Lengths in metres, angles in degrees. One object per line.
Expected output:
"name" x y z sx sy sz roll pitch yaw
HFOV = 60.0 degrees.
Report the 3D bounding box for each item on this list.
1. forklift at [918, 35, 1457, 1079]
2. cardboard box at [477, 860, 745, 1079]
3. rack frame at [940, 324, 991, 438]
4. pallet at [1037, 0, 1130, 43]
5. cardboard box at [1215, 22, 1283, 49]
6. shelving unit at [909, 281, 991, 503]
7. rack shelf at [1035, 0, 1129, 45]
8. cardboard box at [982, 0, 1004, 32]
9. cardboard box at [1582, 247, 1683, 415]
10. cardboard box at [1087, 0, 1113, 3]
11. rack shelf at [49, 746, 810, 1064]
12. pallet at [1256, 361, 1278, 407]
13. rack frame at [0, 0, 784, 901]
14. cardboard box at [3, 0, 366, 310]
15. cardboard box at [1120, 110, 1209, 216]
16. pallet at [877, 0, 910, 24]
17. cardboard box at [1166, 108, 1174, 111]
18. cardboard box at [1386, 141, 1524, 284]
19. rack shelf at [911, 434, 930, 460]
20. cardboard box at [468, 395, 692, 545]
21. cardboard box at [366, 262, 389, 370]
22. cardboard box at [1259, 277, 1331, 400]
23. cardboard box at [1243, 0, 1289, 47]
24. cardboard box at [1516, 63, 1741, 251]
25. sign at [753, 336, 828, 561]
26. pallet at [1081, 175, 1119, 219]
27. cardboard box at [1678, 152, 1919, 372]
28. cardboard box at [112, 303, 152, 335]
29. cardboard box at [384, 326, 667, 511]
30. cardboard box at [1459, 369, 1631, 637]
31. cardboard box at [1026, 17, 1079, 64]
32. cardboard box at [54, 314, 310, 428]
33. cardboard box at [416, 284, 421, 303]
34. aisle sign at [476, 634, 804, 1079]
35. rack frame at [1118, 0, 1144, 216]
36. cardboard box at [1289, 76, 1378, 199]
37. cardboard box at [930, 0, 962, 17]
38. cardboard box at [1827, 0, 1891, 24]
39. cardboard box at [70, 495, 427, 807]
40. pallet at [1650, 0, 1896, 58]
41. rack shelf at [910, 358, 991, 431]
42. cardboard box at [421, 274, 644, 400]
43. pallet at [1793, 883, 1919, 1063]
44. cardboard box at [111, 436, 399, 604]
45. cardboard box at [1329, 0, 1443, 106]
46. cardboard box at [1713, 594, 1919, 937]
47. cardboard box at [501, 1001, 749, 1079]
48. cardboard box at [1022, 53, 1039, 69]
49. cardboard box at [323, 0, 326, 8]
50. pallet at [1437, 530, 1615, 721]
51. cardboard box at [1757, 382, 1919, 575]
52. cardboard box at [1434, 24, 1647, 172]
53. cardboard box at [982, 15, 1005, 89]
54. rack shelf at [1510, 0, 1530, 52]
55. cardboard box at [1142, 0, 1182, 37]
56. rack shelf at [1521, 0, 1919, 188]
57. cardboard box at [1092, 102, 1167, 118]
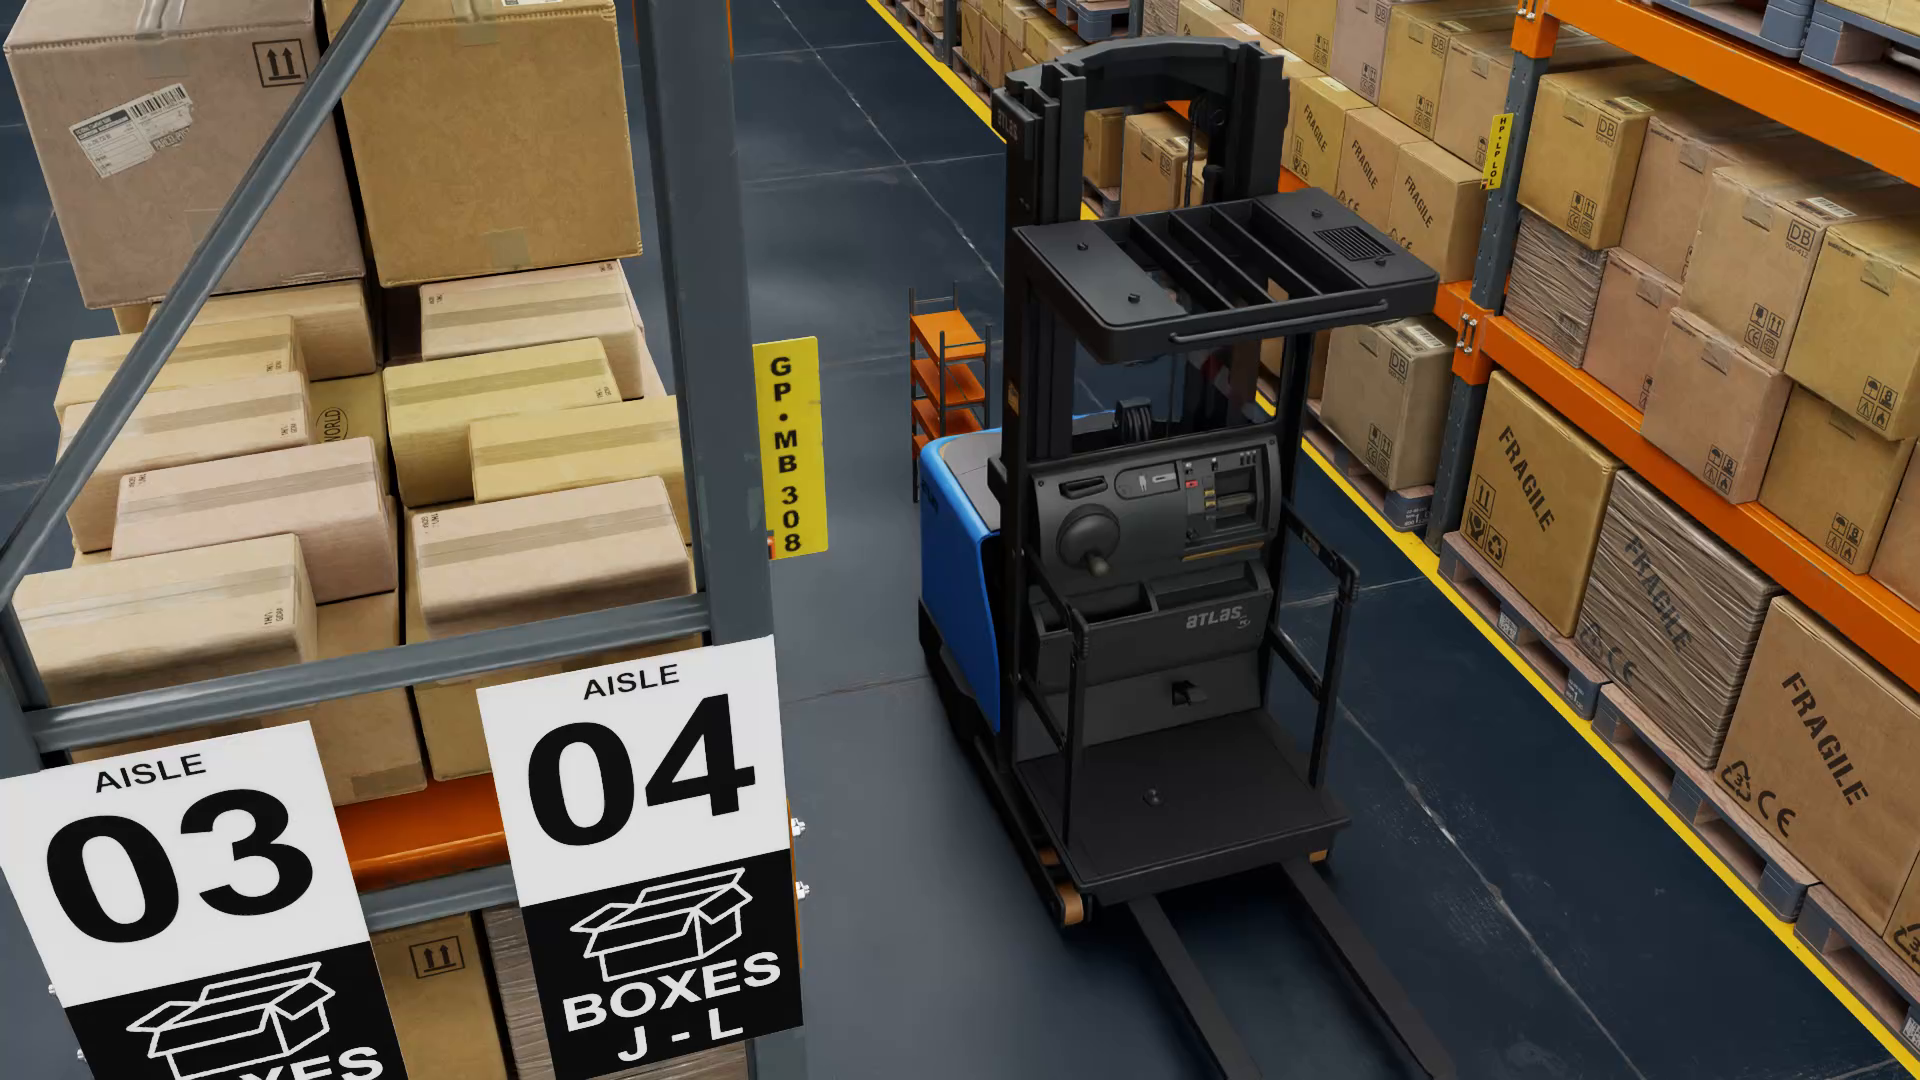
"forklift" 0.773 -0.061 5.684 1.130 2.935 3.031 -11 35 -16
"cardboard box" -0.654 0.676 3.239 0.500 0.500 0.500 -10 35 -15
"rack frame" 0.024 -0.459 7.857 0.240 1.200 0.015 -10 35 -15
"pallet" 1.249 -3.664 11.248 1.213 0.211 1.003 -10 35 -15
"cardboard box" 1.759 -2.617 9.399 0.500 0.500 0.500 -10 35 -15
"shelving unit" -0.051 -0.587 8.051 0.258 1.200 0.503 -10 35 -15
"rack shelf" 0.958 -4.138 12.444 1.077 0.370 4.000 -10 35 -15
"cardboard box" 0.486 -4.222 13.124 0.500 0.250 0.500 -9 35 -13
"cardboard box" 3.101 -0.874 6.716 0.875 0.550 0.550 -10 35 -15
"cardboard box" 0.980 -3.640 10.885 0.380 0.149 0.250 -9 35 -14
"rack shelf" -1.356 -0.408 4.079 1.077 0.370 4.000 -10 35 -15
"pallet" 2.105 -1.159 9.812 1.003 0.211 1.213 -10 35 -15
"rack frame" -0.746 -0.910 1.464 1.000 3.000 0.127 -10 35 -15
"cardboard box" -1.460 -0.804 3.211 0.500 0.500 0.500 -10 35 -15
"cardboard box" 1.668 -2.290 10.654 1.050 0.750 0.750 -10 35 -15
"pallet" -0.267 -5.313 16.099 1.003 0.211 1.213 -10 35 -15
"cardboard box" 1.595 -2.935 11.857 0.500 0.500 0.500 -11 35 -17
"cardboard box" 2.374 -1.559 7.797 0.500 0.500 0.500 -10 35 -15
"rack shelf" -0.050 -0.366 8.197 0.258 0.148 0.480 -10 35 -15
"cardboard box" -0.597 -0.098 2.731 0.380 0.149 0.250 -9 35 -14
"cardboard box" -1.439 -0.338 3.456 0.500 0.250 0.500 -9 35 -14
"cardboard box" 2.222 -1.342 9.220 1.050 0.750 0.750 -10 35 -15
"cardboard box" 2.010 -3.075 9.185 0.700 0.500 0.500 -11 35 -15
"cardboard box" 2.868 -1.602 6.837 0.875 0.550 0.550 -10 35 -15
"sign" -0.230 -0.114 2.188 0.100 0.325 0.005 -10 35 -15
"pallet" 1.331 -2.635 12.046 1.003 0.211 1.213 -10 35 -15
"cardboard box" 3.180 -1.026 5.966 0.875 0.550 0.550 -10 35 -15
"cardboard box" -1.518 -0.540 3.399 0.380 0.149 0.250 -12 35 -17
"cardboard box" -0.810 -0.162 3.189 0.500 0.250 0.500 -11 35 -16
"cardboard box" 2.913 -0.235 7.431 0.875 0.875 0.875 -9 35 -14
"cardboard box" 0.805 -3.681 12.306 0.500 0.250 0.500 -9 35 -14
"cardboard box" -1.383 -0.265 2.983 0.380 0.149 0.250 -10 35 -14
"cardboard box" -0.974 -0.634 3.542 0.380 0.149 0.250 -12 35 -17
"aisle sign" -0.442 0.491 2.429 0.394 0.787 0.004 -10 35 -15
"rack frame" 1.568 -3.388 10.656 1.000 3.000 0.127 -10 35 -15
"cardboard box" 2.066 -2.089 8.600 0.500 0.500 0.500 -10 35 -14
"cardboard box" -0.051 -4.710 14.592 0.380 0.149 0.250 -9 35 -14
"cardboard box" 2.966 -1.735 5.190 0.380 0.149 0.250 -10 35 -15
"cardboard box" -1.135 0.194 2.651 0.500 0.250 0.500 -9 35 -14
"pallet" 3.028 -2.071 6.023 1.003 0.211 1.213 -10 35 -15
"rack shelf" -0.051 -0.718 7.965 0.258 0.148 0.480 -10 35 -15
"cardboard box" -0.807 -0.365 3.135 0.380 0.149 0.250 -9 34 -13
"pallet" 3.690 1.569 5.684 1.003 0.211 1.213 -10 35 -15
"cardboard box" -1.096 -0.012 2.600 0.380 0.149 0.250 -11 35 -16
"cardboard box" 2.318 -2.542 8.378 0.700 0.500 0.500 -10 35 -14
"cardboard box" 3.468 0.717 5.991 0.875 0.875 0.875 -11 35 -15
"cardboard box" -0.888 1.134 3.453 0.875 0.500 0.500 -10 35 -15
"cardboard box" 0.787 -3.370 12.516 0.500 0.500 0.500 -12 35 -17
"cardboard box" -2.015 -1.511 4.870 0.380 0.149 0.250 -12 35 -17
"pallet" 2.946 0.288 7.623 1.003 0.211 1.213 -10 35 -15
"cardboard box" 3.411 -0.309 5.861 0.875 0.550 0.500 -10 35 -15
"cardboard box" 2.631 -2.006 7.568 0.700 0.500 0.500 -11 35 -16
"cardboard box" 0.484 -3.910 13.333 0.500 0.500 0.500 -8 34 -13
"rack shelf" 2.178 -3.289 8.439 1.077 0.370 4.000 -10 35 -15
"cardboard box" 1.448 -3.149 10.203 0.500 0.500 0.500 -10 35 -14
"rack shelf" 3.398 -1.189 5.261 1.077 0.370 4.000 -10 35 -15
"cardboard box" 1.110 -3.148 11.500 0.500 0.250 0.500 -11 35 -16
